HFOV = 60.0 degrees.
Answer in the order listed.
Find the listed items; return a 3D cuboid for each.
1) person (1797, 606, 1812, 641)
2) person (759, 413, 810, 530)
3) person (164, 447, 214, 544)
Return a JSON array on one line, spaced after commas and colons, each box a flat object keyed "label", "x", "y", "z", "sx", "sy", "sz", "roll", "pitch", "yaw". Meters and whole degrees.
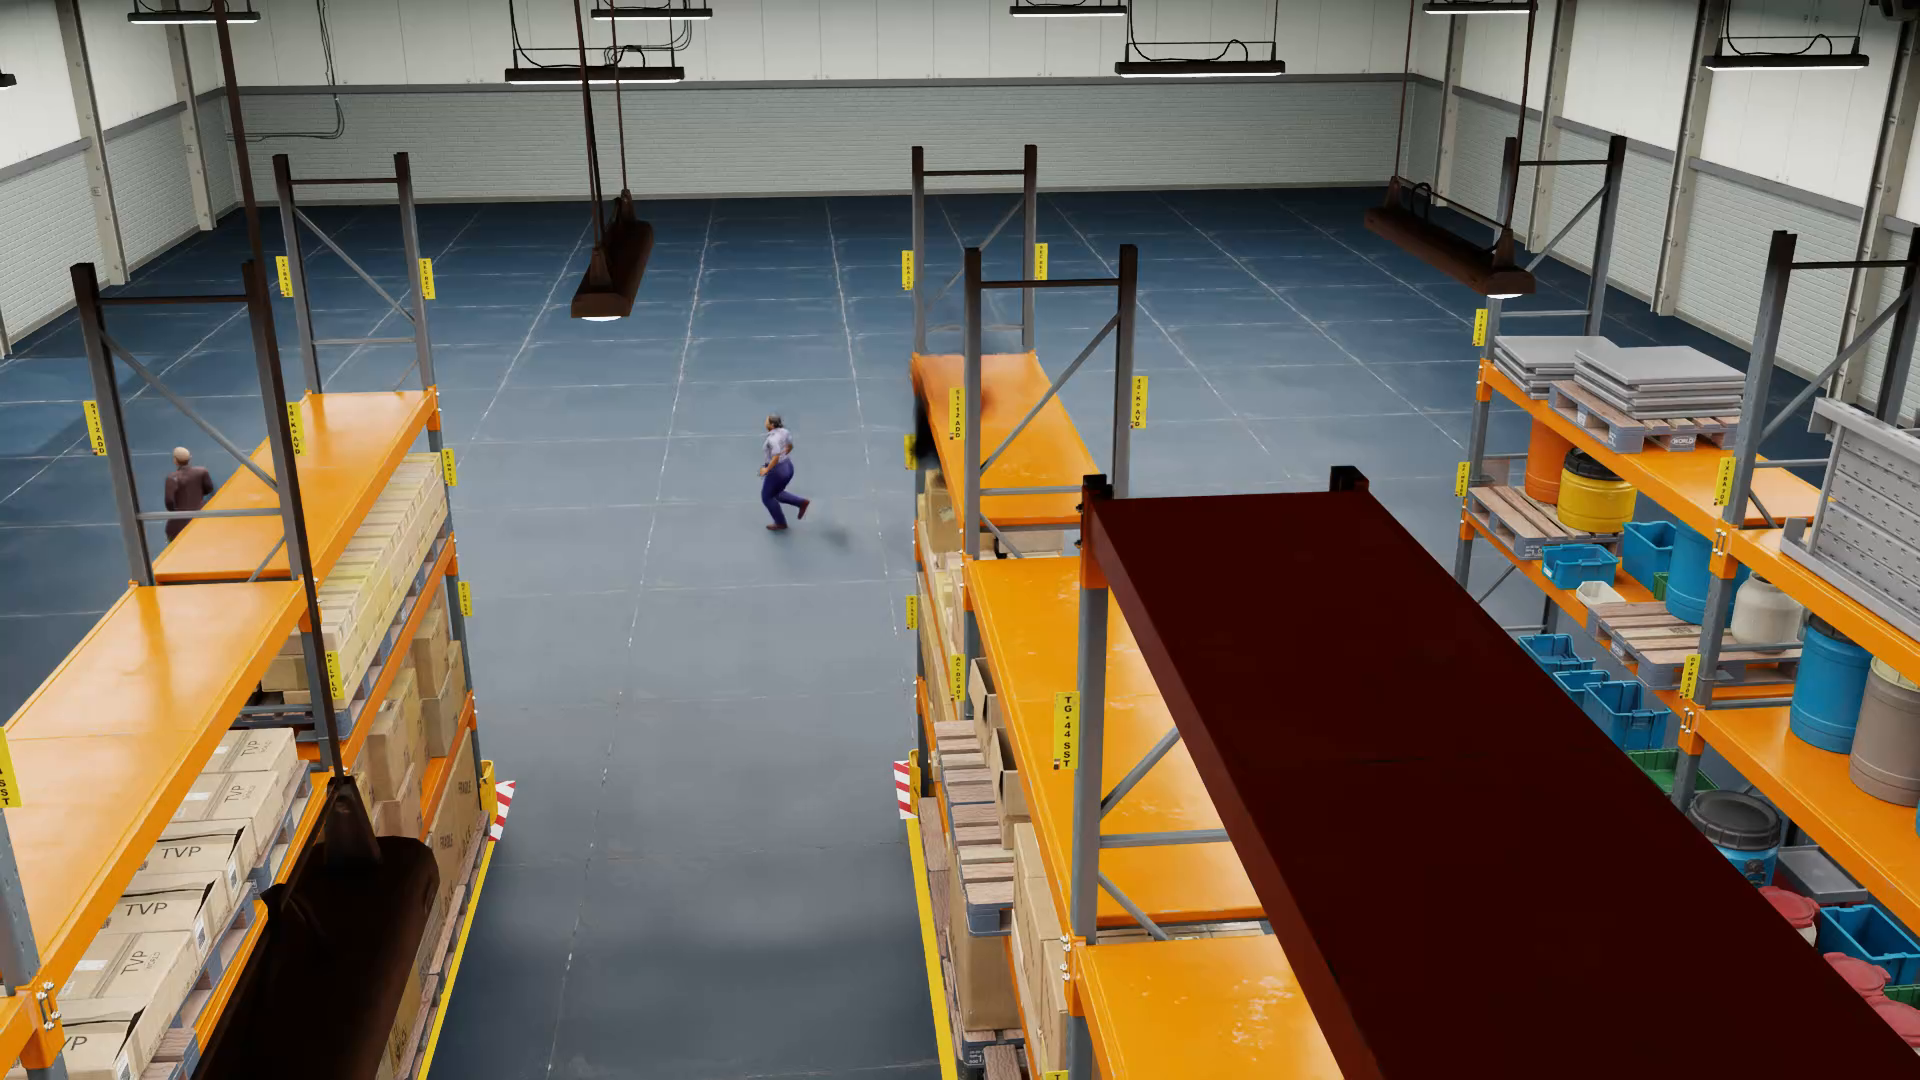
[{"label": "person", "x": 9.189, "y": 0.582, "z": 17.828, "sx": 0.765, "sy": 1.851, "sz": 0.659, "roll": 7, "pitch": 23, "yaw": 18}, {"label": "person", "x": -2.302, "y": -0.886, "z": 21.744, "sx": 0.586, "sy": 1.600, "sz": 0.593, "roll": 5, "pitch": 22, "yaw": 13}, {"label": "person", "x": -9.295, "y": -0.283, "z": 19.979, "sx": 0.681, "sy": 1.768, "sz": 0.693, "roll": 16, "pitch": 27, "yaw": 35}]
